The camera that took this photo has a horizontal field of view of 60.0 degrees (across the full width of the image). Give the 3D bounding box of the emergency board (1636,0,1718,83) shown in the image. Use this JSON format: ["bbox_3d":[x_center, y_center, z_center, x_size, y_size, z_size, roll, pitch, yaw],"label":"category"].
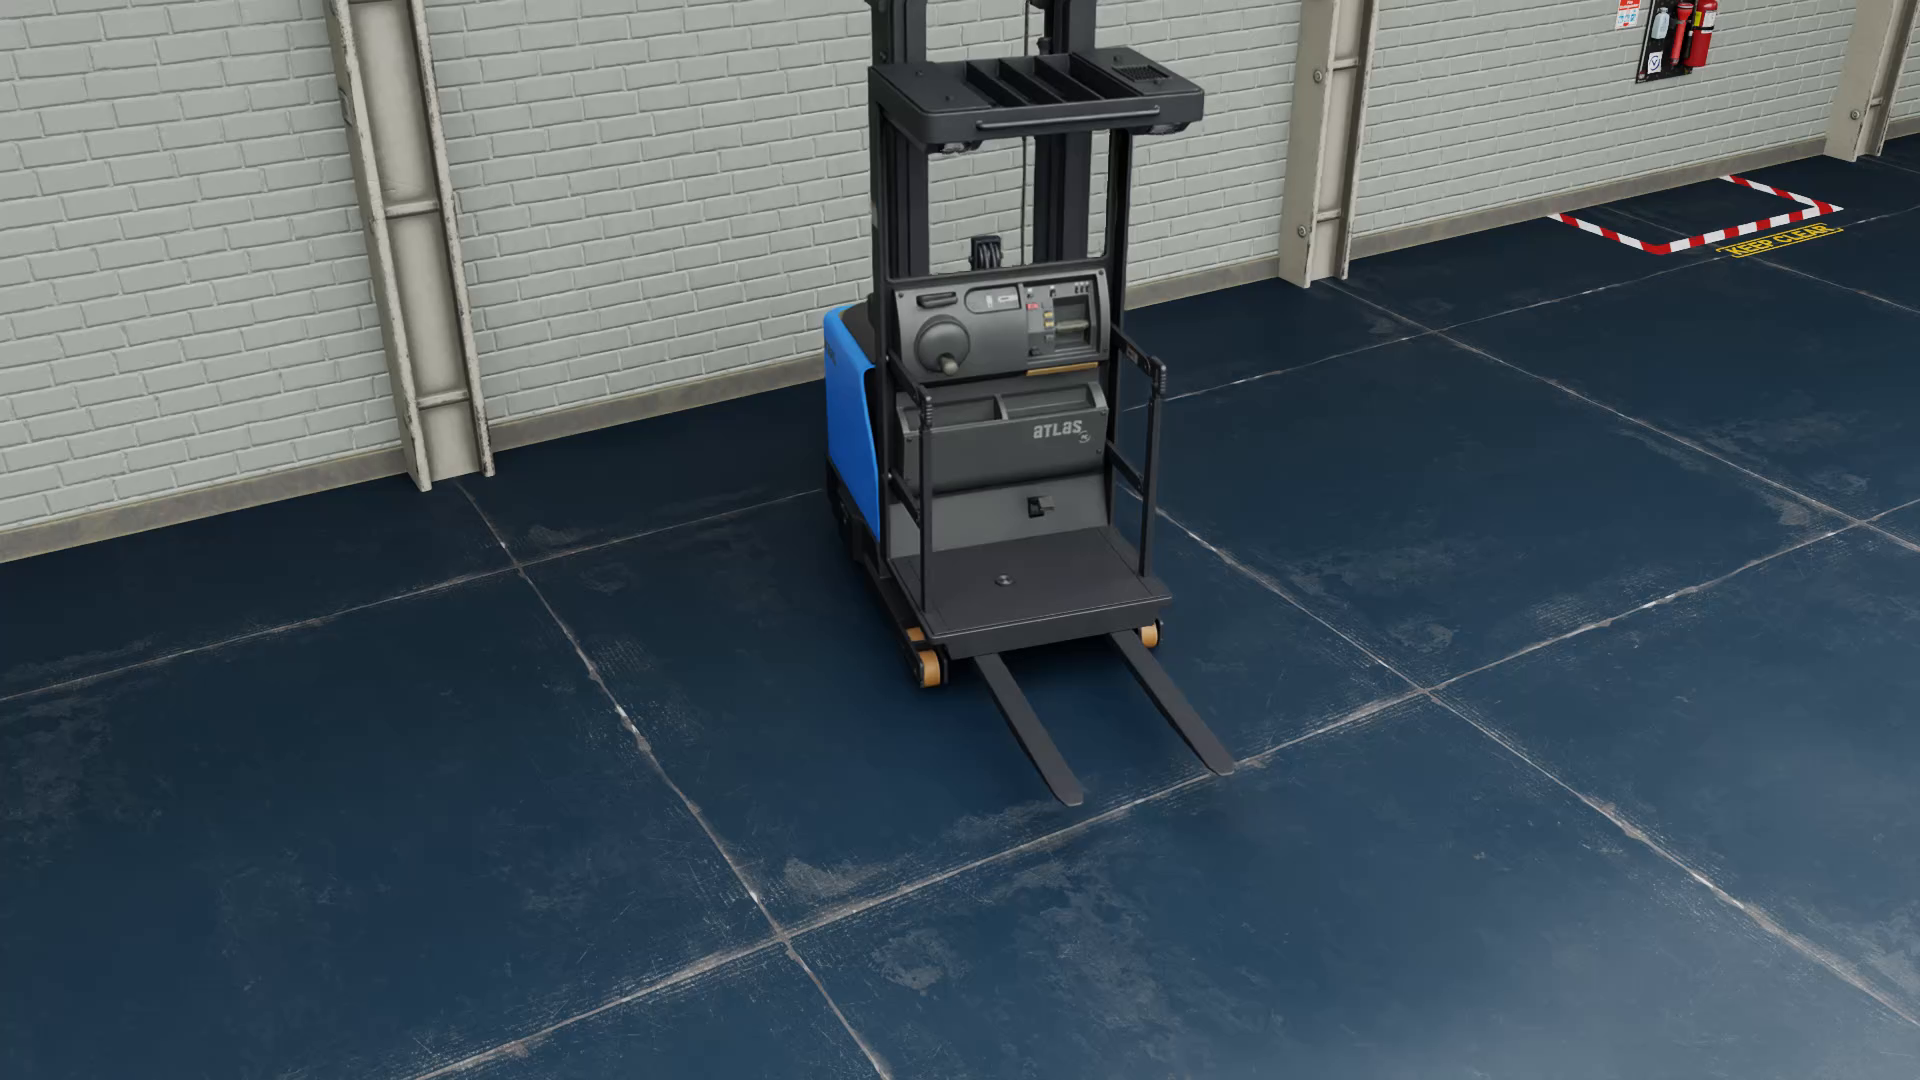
[{"bbox_3d":[5.468,-4.026,12.441,0.643,1.169,0.194,-16,33,-26],"label":"emergency board"}]

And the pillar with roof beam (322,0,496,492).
[{"bbox_3d":[-0.547,-2.511,3.487,0.400,9.000,9.100,-16,33,-26],"label":"pillar with roof beam"}]

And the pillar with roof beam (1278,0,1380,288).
[{"bbox_3d":[4.626,-3.980,6.148,0.400,9.000,9.100,-16,33,-26],"label":"pillar with roof beam"}]

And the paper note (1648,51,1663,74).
[{"bbox_3d":[5.280,-3.626,12.628,0.142,0.148,0.016,-16,33,-26],"label":"paper note"}]

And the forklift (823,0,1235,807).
[{"bbox_3d":[0.252,-0.867,6.788,1.130,2.935,3.031,-9,30,-15],"label":"forklift"}]

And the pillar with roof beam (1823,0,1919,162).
[{"bbox_3d":[9.799,-5.449,8.809,0.400,9.000,9.100,-16,33,-26],"label":"pillar with roof beam"}]

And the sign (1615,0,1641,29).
[{"bbox_3d":[4.939,-3.950,12.265,0.234,0.329,0.001,-16,33,-26],"label":"sign"}]
